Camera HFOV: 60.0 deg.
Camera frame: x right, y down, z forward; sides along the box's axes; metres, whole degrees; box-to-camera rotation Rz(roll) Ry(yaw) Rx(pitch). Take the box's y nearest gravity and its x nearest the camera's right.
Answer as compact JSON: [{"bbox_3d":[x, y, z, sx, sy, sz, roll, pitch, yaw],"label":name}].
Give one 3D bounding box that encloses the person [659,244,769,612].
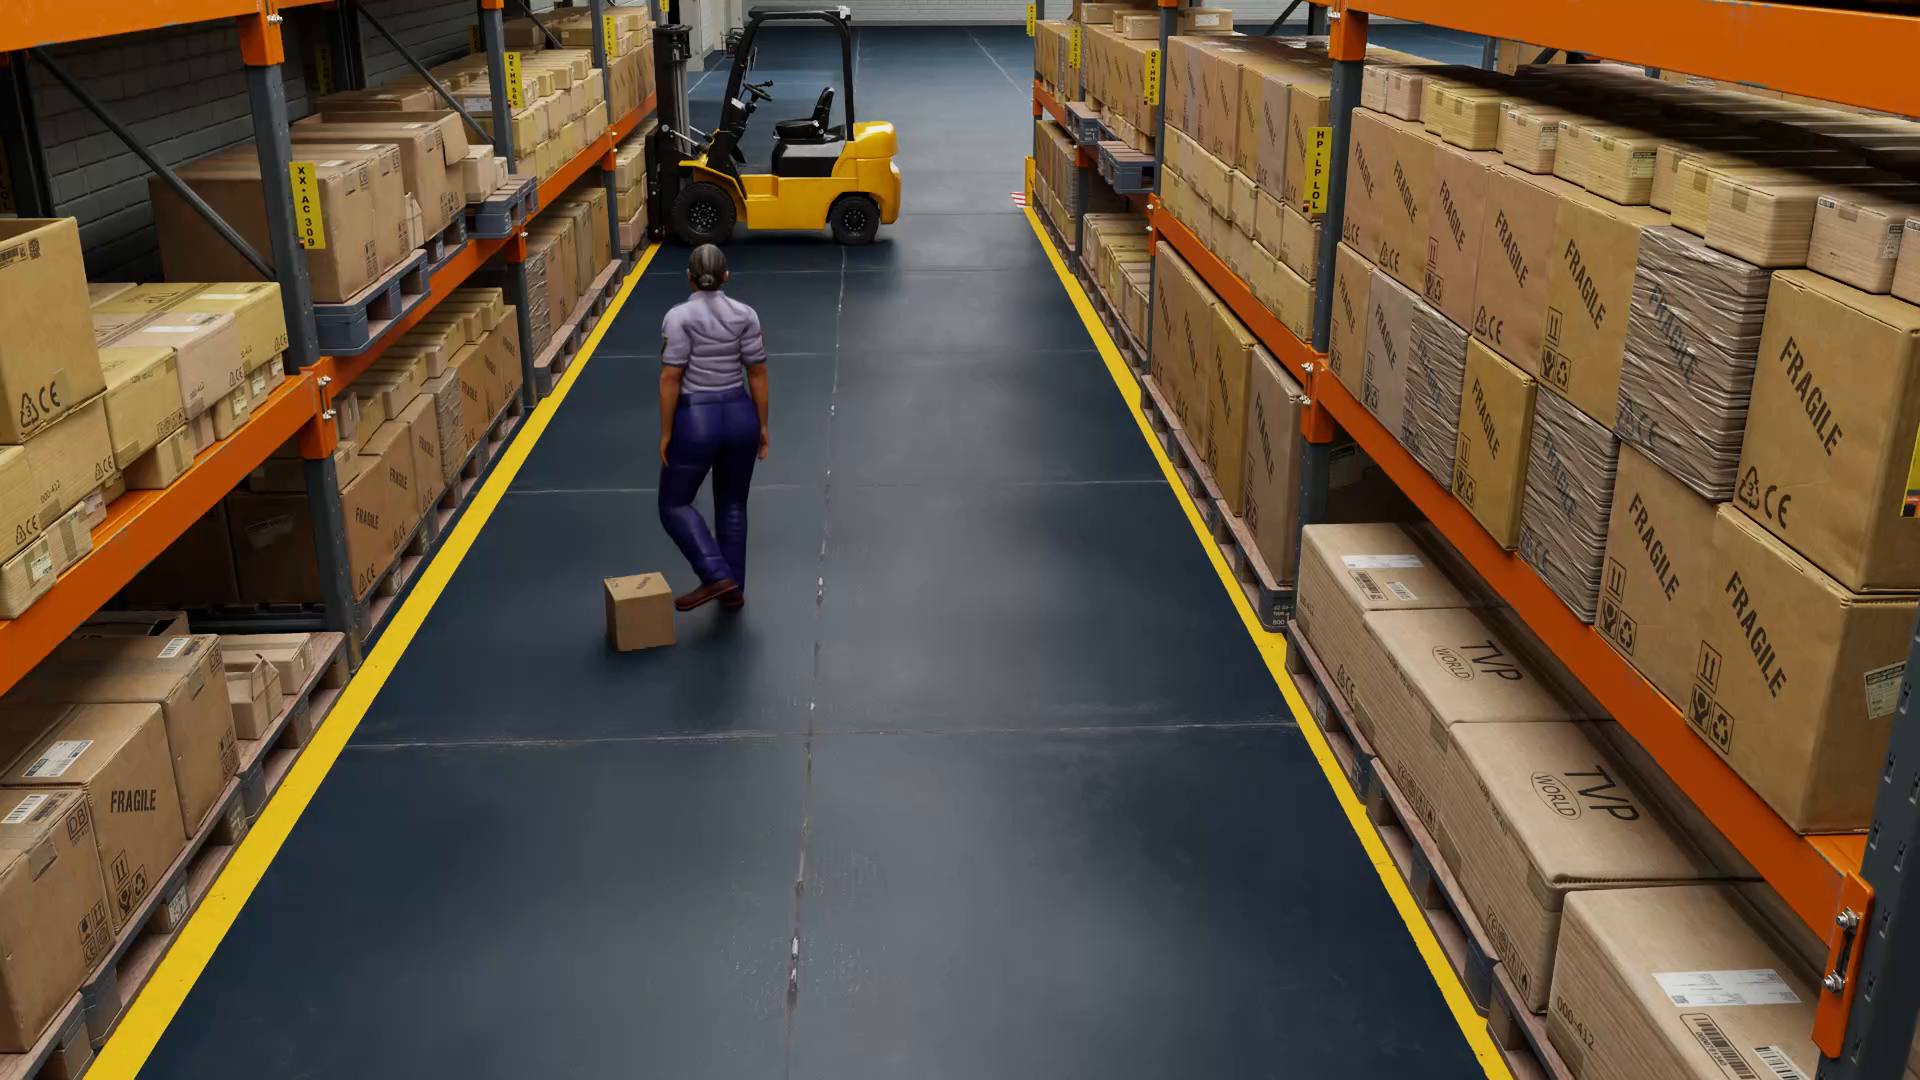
[{"bbox_3d":[-1.079,-0.458,7.327,0.561,1.642,0.531,-12,24,-29],"label":"person"}]
